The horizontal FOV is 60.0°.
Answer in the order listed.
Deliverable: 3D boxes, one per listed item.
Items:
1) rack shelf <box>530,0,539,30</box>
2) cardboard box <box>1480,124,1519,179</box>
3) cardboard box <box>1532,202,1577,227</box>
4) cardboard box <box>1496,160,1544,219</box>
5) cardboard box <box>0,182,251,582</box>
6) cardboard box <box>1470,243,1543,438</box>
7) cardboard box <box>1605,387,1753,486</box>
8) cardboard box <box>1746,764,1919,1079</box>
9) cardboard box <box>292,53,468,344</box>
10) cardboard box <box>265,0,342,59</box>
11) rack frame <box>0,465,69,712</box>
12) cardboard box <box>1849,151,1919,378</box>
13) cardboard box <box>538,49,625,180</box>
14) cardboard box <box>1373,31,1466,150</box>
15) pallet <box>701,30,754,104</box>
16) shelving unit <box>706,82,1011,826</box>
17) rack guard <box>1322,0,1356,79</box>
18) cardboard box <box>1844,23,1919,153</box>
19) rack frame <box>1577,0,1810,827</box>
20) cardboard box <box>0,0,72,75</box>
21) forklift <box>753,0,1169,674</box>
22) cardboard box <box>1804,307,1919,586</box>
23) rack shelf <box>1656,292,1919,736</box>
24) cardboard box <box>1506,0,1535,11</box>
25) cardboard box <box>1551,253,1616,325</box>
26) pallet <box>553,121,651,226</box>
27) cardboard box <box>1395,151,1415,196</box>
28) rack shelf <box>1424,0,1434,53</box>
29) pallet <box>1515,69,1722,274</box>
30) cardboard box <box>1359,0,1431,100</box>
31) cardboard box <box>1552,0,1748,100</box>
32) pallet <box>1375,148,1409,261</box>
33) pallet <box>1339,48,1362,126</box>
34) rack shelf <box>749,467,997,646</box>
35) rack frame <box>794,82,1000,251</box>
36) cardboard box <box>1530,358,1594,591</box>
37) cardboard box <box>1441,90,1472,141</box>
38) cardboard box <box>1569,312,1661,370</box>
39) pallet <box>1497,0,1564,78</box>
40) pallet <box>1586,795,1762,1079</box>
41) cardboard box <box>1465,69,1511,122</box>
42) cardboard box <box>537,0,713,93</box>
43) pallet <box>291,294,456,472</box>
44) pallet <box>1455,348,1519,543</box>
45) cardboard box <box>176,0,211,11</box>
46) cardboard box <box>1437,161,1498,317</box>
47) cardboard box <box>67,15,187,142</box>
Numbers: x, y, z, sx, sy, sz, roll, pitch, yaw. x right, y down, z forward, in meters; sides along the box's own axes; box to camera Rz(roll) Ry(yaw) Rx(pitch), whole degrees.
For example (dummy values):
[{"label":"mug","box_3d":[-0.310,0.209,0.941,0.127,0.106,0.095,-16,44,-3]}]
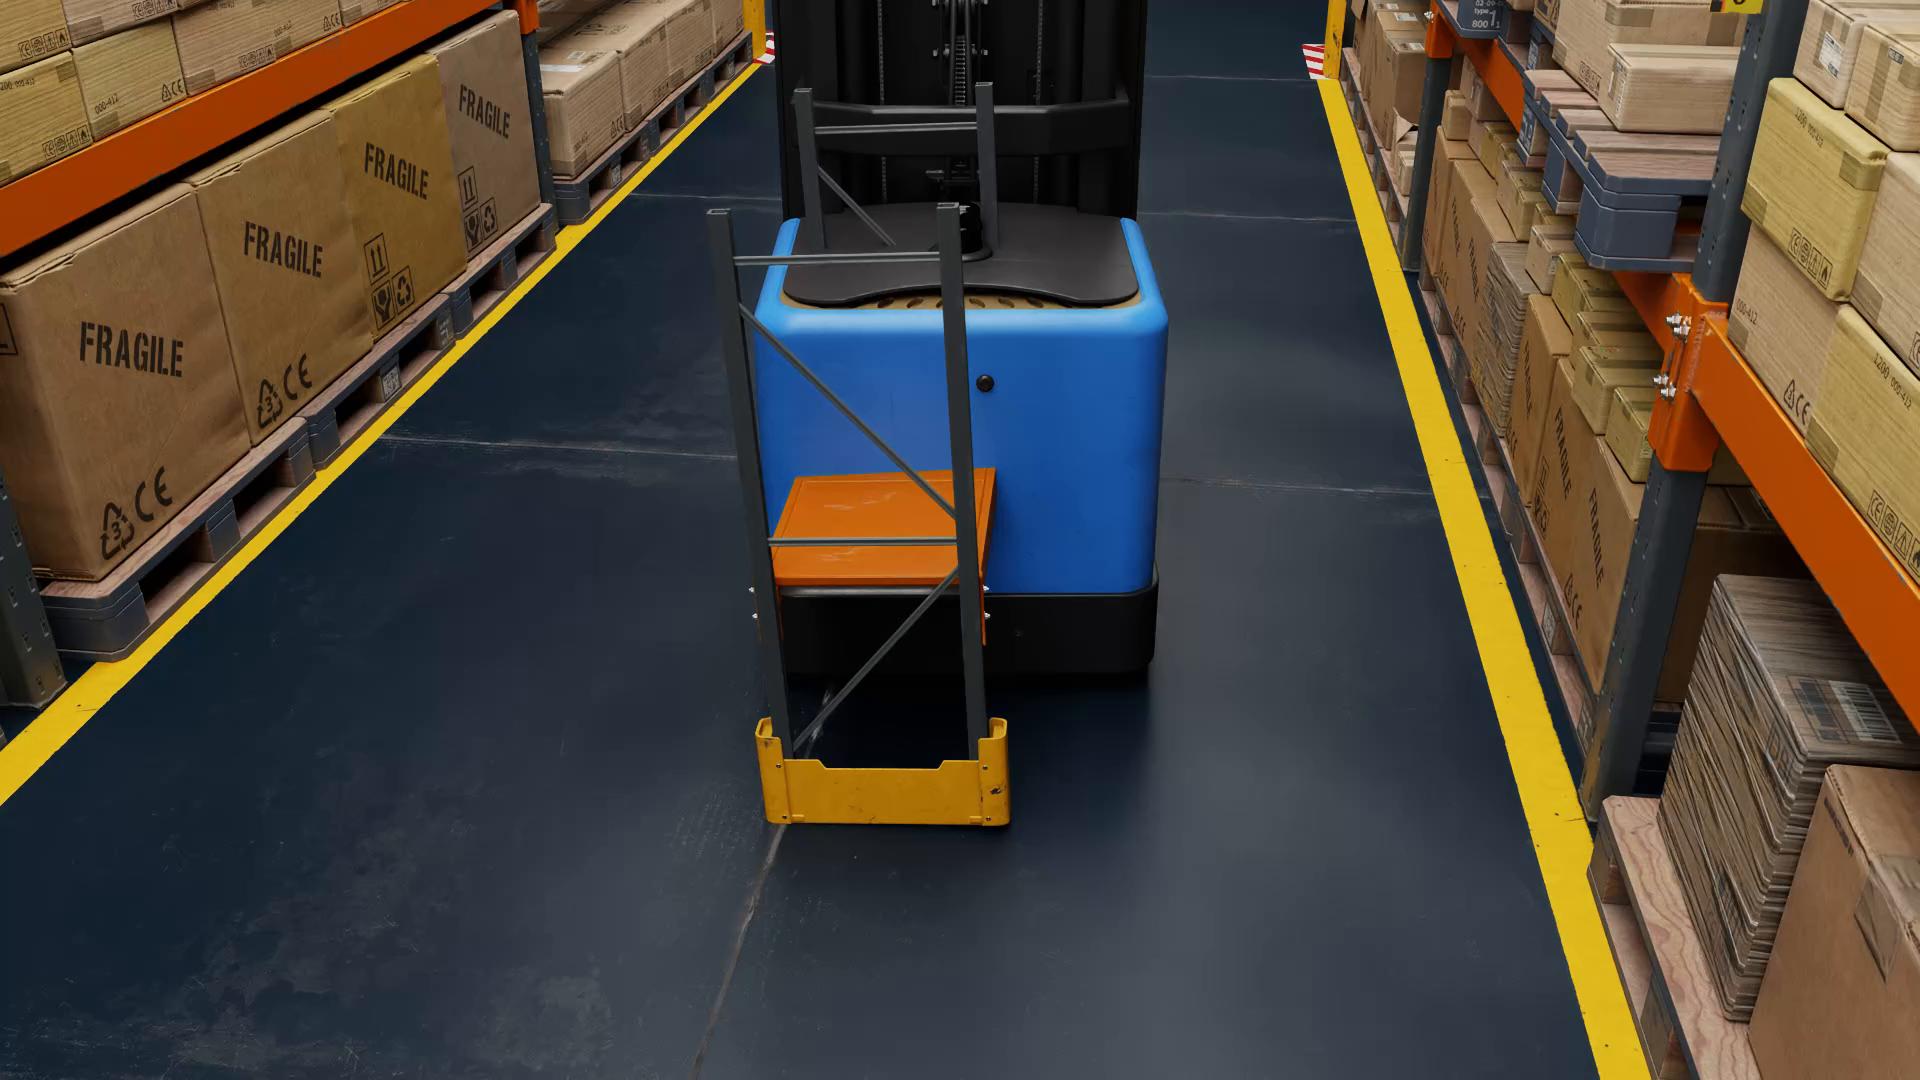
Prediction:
[{"label":"rack shelf","box_3d":[-2.186,-3.431,9.214,1.077,0.370,4.000,3,28,6]},{"label":"cardboard box","box_3d":[2.210,-1.479,6.342,0.380,0.149,0.250,2,28,4]},{"label":"cardboard box","box_3d":[2.086,-0.989,5.432,0.380,0.149,0.250,3,29,6]},{"label":"cardboard box","box_3d":[2.123,-1.234,5.887,0.380,0.149,0.250,3,28,6]},{"label":"cardboard box","box_3d":[-2.754,-0.493,4.800,0.875,0.875,0.875,3,28,6]},{"label":"cardboard box","box_3d":[2.022,-0.659,5.504,0.500,0.500,0.500,2,28,4]},{"label":"cardboard box","box_3d":[1.815,-0.254,4.067,0.380,0.149,0.250,2,28,4]},{"label":"cardboard box","box_3d":[1.843,0.825,2.617,0.875,0.625,0.625,4,29,8]},{"label":"cardboard box","box_3d":[-2.530,-1.333,6.360,0.875,0.875,0.875,4,29,8]},{"label":"cardboard box","box_3d":[-2.439,-1.795,5.577,0.500,0.250,0.500,3,28,6]},{"label":"rack frame","box_3d":[-2.921,-0.923,3.801,1.000,3.000,0.127,3,28,6]},{"label":"cardboard box","box_3d":[1.646,-0.360,2.387,0.500,0.250,0.500,4,29,8]},{"label":"cardboard box","box_3d":[-2.248,-2.152,8.341,0.875,0.438,0.875,3,28,5]},{"label":"cardboard box","box_3d":[2.546,-2.315,8.578,0.700,0.500,0.500,2,28,4]},{"label":"pallet","box_3d":[-1.961,-3.080,10.745,1.003,0.211,1.213,3,28,6]},{"label":"shelving unit","box_3d":[-0.170,-0.238,4.082,0.587,1.500,1.083,0,28,6]},{"label":"rack guard","box_3d":[2.977,-3.266,10.785,1.175,0.500,0.348,3,28,6]},{"label":"cardboard box","box_3d":[1.643,-0.707,2.611,0.380,0.149,0.250,4,29,7]},{"label":"rack frame","box_3d":[2.006,-0.636,3.269,1.000,3.000,0.127,3,28,6]},{"label":"cardboard box","box_3d":[-2.614,-1.301,4.134,0.500,0.250,0.500,3,28,6]},{"label":"forklift","box_3d":[-0.002,-1.588,5.108,1.130,2.935,3.031,0,28,0]},{"label":"cardboard box","box_3d":[1.642,-0.139,2.504,0.500,0.250,0.500,3,28,5]},{"label":"rack shelf","box_3d":[1.761,0.622,1.692,1.077,0.370,4.000,3,28,6]},{"label":"cardboard box","box_3d":[2.055,-1.920,5.103,0.700,0.500,0.500,3,28,6]},{"label":"cardboard box","box_3d":[2.001,-0.744,4.978,0.380,0.149,0.250,3,28,5]},{"label":"pallet","box_3d":[-2.260,-1.932,8.613,1.003,0.211,1.213,3,28,6]},{"label":"cardboard box","box_3d":[2.273,-1.728,7.858,0.380,0.149,0.250,3,28,5]},{"label":"rack shelf","box_3d":[2.741,-3.144,8.682,1.077,0.370,4.000,3,28,6]},{"label":"pallet","box_3d":[2.019,-0.875,3.914,1.213,0.211,1.003,3,28,6]},{"label":"cardboard box","box_3d":[2.674,-2.804,9.485,0.700,0.500,0.500,4,29,8]},{"label":"cardboard box","box_3d":[1.814,-1.271,4.161,0.500,0.250,0.500,2,28,4]},{"label":"pallet","box_3d":[2.581,-1.615,8.025,1.003,0.211,1.213,3,28,6]},{"label":"pallet","box_3d":[2.880,-2.763,10.157,1.003,0.211,1.213,3,28,6]},{"label":"rack shelf","box_3d":[-0.161,-0.076,4.159,0.538,0.185,1.000,0,28,6]},{"label":"rack frame","box_3d":[-0.129,-0.475,4.519,0.500,1.500,0.032,0,28,6]},{"label":"cardboard box","box_3d":[1.916,-0.167,4.591,0.500,0.500,0.500,3,28,5]},{"label":"cardboard box","box_3d":[2.188,-1.736,6.818,0.380,0.149,0.250,5,29,9]},{"label":"cardboard box","box_3d":[1.894,-0.505,4.534,0.380,0.149,0.250,2,28,5]},{"label":"pallet","box_3d":[2.239,-1.468,5.014,1.003,0.211,1.213,3,28,6]},{"label":"pallet","box_3d":[1.866,0.977,3.215,1.003,0.211,1.213,3,28,6]},{"label":"cardboard box","box_3d":[2.203,-1.742,6.515,0.380,0.149,0.250,2,28,4]},{"label":"cardboard box","box_3d":[-2.026,-2.998,9.911,0.875,0.438,0.875,4,29,8]},{"label":"pallet","box_3d":[-2.598,-0.635,6.206,1.003,0.211,1.213,3,28,6]},{"label":"pallet","box_3d":[2.287,-0.331,5.641,1.003,0.211,1.213,3,28,6]},{"label":"cardboard box","box_3d":[-2.476,-1.778,5.019,0.500,0.250,0.500,3,28,6]},{"label":"cardboard box","box_3d":[2.158,-1.138,6.392,0.500,0.500,0.500,3,28,6]},{"label":"cardboard box","box_3d":[-2.566,-1.315,4.687,0.500,0.250,0.500,3,28,5]}]
